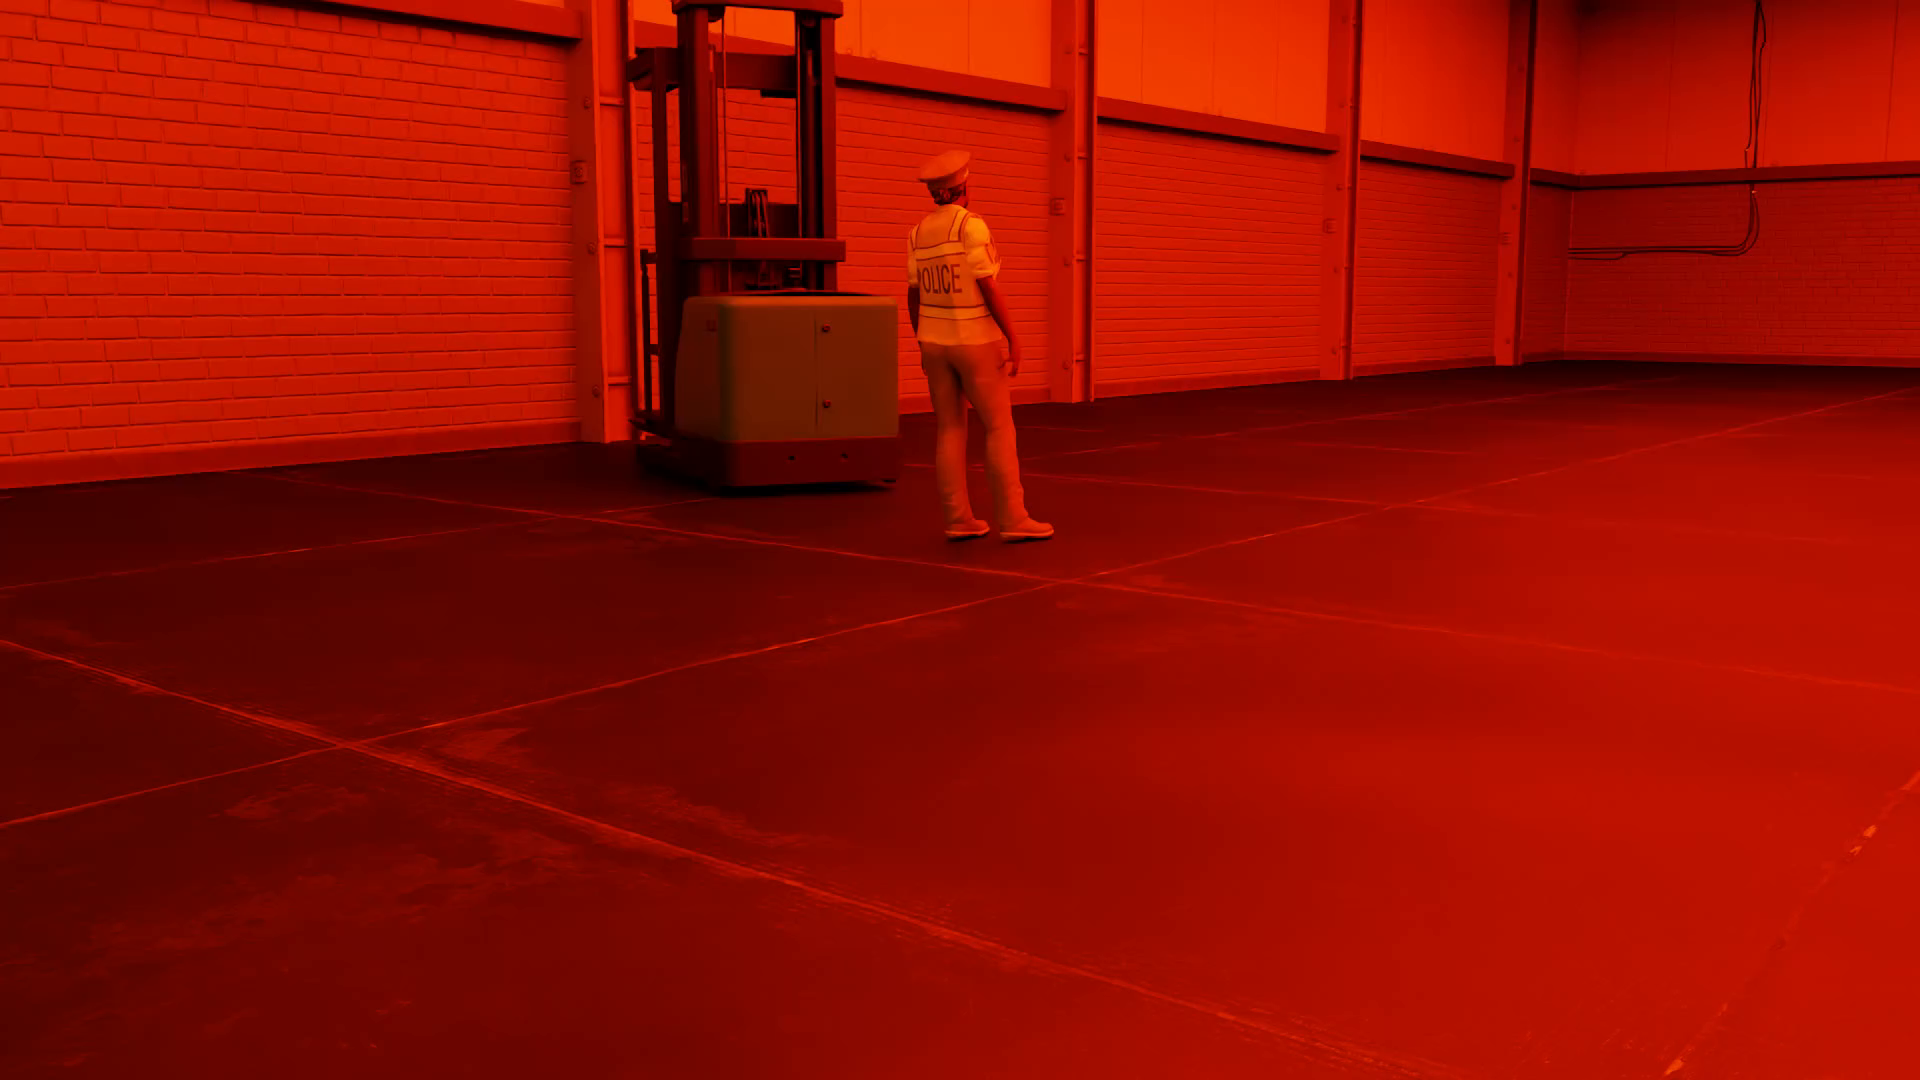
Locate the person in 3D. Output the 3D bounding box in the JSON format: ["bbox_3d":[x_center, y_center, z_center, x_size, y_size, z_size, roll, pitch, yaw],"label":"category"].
[{"bbox_3d":[0.062,-0.852,7.326,0.570,1.695,0.530,7,11,38],"label":"person"}]

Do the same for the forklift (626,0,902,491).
[{"bbox_3d":[-1.385,-1.888,10.186,1.130,2.935,3.031,-4,9,-24],"label":"forklift"}]
